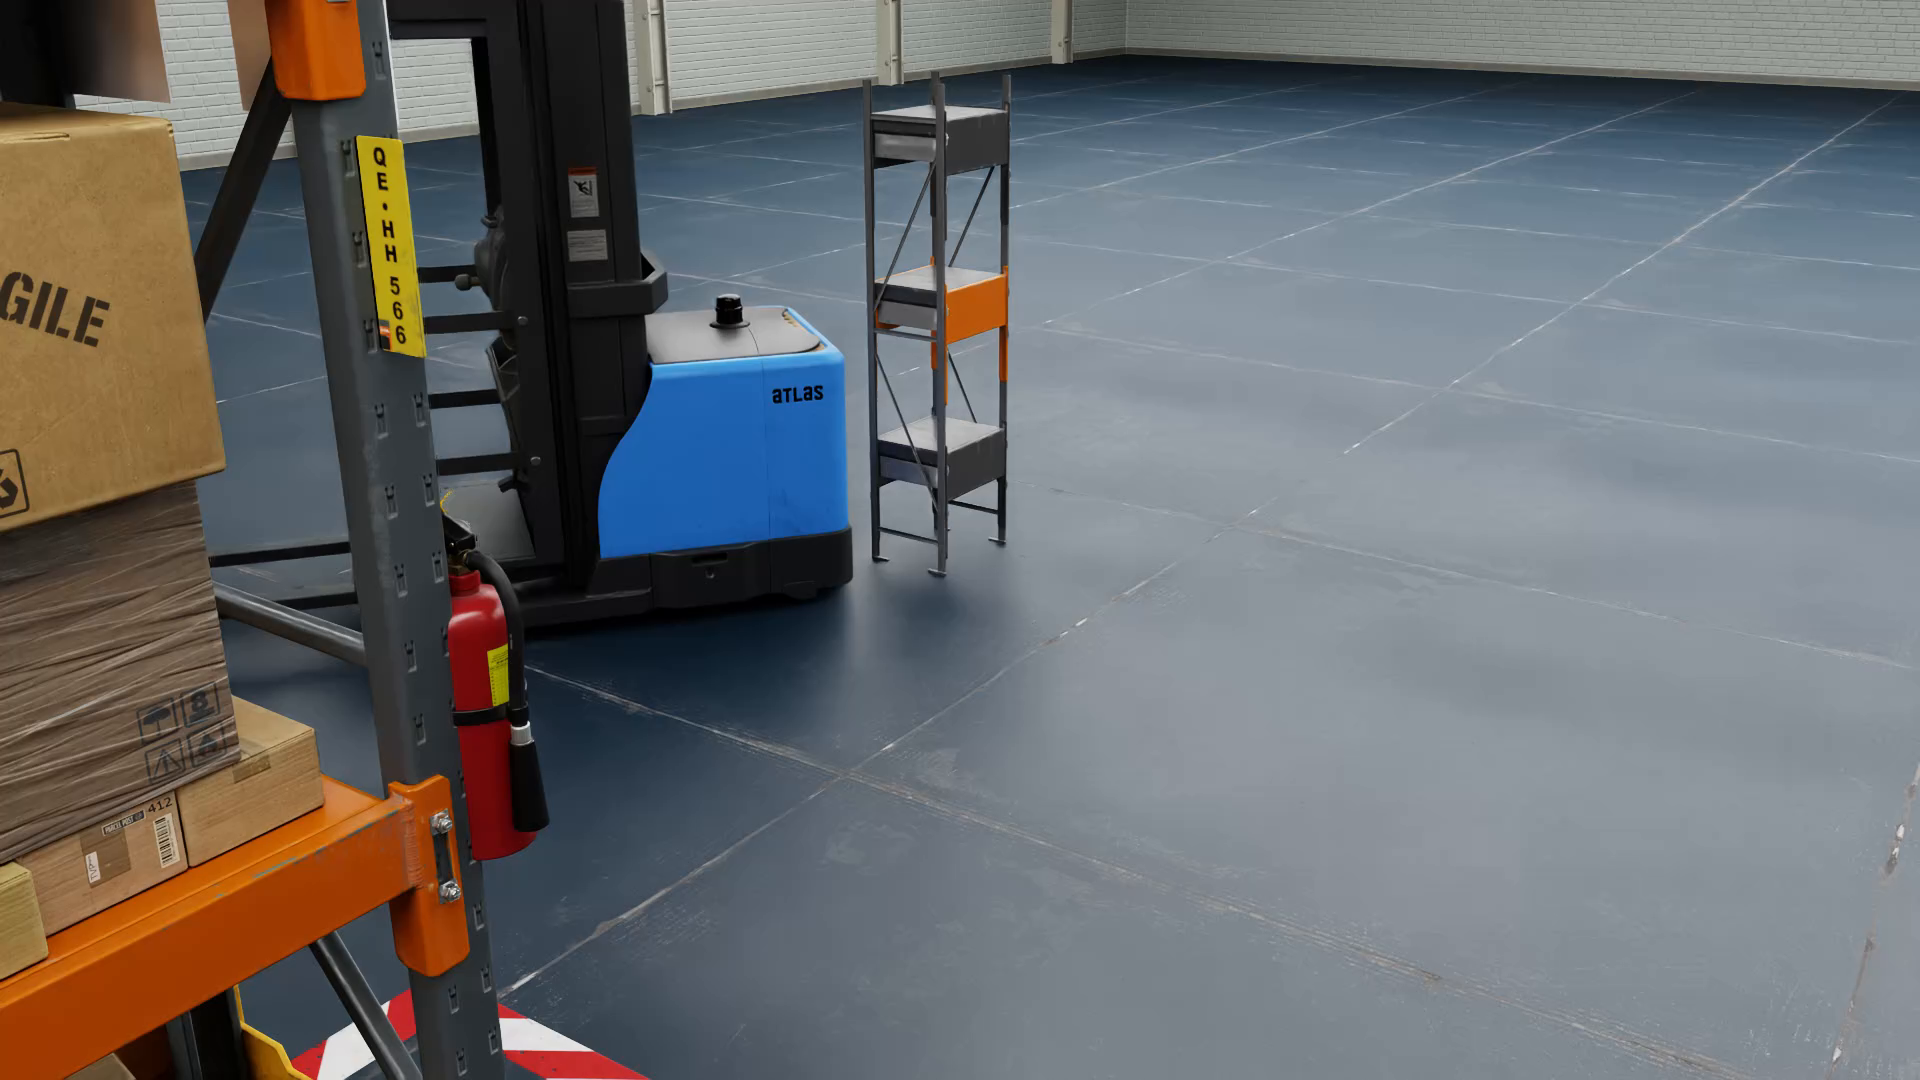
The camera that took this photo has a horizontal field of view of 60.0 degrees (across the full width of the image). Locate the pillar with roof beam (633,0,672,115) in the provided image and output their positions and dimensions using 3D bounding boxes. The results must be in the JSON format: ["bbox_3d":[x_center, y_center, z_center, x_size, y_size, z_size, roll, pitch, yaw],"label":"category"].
[{"bbox_3d":[-1.065,-9.877,21.495,9.100,9.000,0.400,13,24,32],"label":"pillar with roof beam"}]

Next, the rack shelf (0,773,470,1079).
[{"bbox_3d":[-2.428,1.049,1.643,1.077,0.370,4.000,13,24,32],"label":"rack shelf"}]

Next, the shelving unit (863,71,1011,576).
[{"bbox_3d":[-0.093,-0.937,7.272,0.431,2.100,0.503,13,24,32],"label":"shelving unit"}]

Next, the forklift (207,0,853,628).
[{"bbox_3d":[-2.032,-1.125,6.583,3.031,2.935,1.130,-7,21,-18],"label":"forklift"}]

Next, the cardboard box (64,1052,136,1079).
[{"bbox_3d":[-1.669,1.289,2.955,0.500,0.500,0.500,19,28,42],"label":"cardboard box"}]

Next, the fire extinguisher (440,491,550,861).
[{"bbox_3d":[-0.858,0.231,2.929,0.296,0.674,0.183,13,24,32],"label":"fire extinguisher"}]

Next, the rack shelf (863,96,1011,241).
[{"bbox_3d":[-0.093,-1.581,7.034,0.431,0.518,0.480,13,24,32],"label":"rack shelf"}]

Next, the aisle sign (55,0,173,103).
[{"bbox_3d":[-1.517,-1.158,2.825,0.394,0.787,0.004,13,24,32],"label":"aisle sign"}]

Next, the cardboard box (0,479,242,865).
[{"bbox_3d":[-1.636,0.104,2.588,0.875,0.500,0.500,13,24,32],"label":"cardboard box"}]

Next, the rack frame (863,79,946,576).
[{"bbox_3d":[-0.230,-0.867,7.083,0.400,2.100,0.015,13,24,32],"label":"rack frame"}]

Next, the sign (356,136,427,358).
[{"bbox_3d":[-0.856,-0.440,2.506,0.100,0.325,0.005,13,24,32],"label":"sign"}]

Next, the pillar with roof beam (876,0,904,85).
[{"bbox_3d":[2.308,-11.598,26.149,9.100,9.000,0.400,13,24,32],"label":"pillar with roof beam"}]

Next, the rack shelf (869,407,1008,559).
[{"bbox_3d":[-0.093,-0.268,7.520,0.431,0.518,0.480,13,24,32],"label":"rack shelf"}]

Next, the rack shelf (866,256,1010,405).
[{"bbox_3d":[-0.093,-0.925,7.277,0.431,0.518,0.480,13,24,32],"label":"rack shelf"}]

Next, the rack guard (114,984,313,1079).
[{"bbox_3d":[-1.347,1.332,3.444,1.175,0.500,0.348,13,24,32],"label":"rack guard"}]

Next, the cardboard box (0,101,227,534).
[{"bbox_3d":[-1.409,-0.312,2.270,0.500,0.500,0.500,13,24,32],"label":"cardboard box"}]

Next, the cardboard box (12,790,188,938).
[{"bbox_3d":[-1.434,0.449,2.590,0.380,0.149,0.250,13,24,32],"label":"cardboard box"}]

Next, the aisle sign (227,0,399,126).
[{"bbox_3d":[-1.021,-1.041,2.508,0.394,0.787,0.004,13,24,32],"label":"aisle sign"}]

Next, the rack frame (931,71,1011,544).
[{"bbox_3d":[0.044,-1.007,7.462,0.400,2.100,0.015,13,24,32],"label":"rack frame"}]

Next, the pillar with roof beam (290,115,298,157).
[{"bbox_3d":[-4.438,-8.155,16.841,9.100,9.000,0.400,13,24,32],"label":"pillar with roof beam"}]

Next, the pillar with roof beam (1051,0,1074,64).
[{"bbox_3d":[5.681,-13.320,30.803,9.100,9.000,0.400,13,24,32],"label":"pillar with roof beam"}]

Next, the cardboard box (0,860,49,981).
[{"bbox_3d":[-1.532,0.531,2.369,0.380,0.149,0.250,13,24,32],"label":"cardboard box"}]

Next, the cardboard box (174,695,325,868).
[{"bbox_3d":[-1.293,0.377,2.783,0.380,0.149,0.250,13,24,32],"label":"cardboard box"}]

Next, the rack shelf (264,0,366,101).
[{"bbox_3d":[-2.428,-0.358,1.123,1.077,0.370,4.000,13,24,32],"label":"rack shelf"}]
